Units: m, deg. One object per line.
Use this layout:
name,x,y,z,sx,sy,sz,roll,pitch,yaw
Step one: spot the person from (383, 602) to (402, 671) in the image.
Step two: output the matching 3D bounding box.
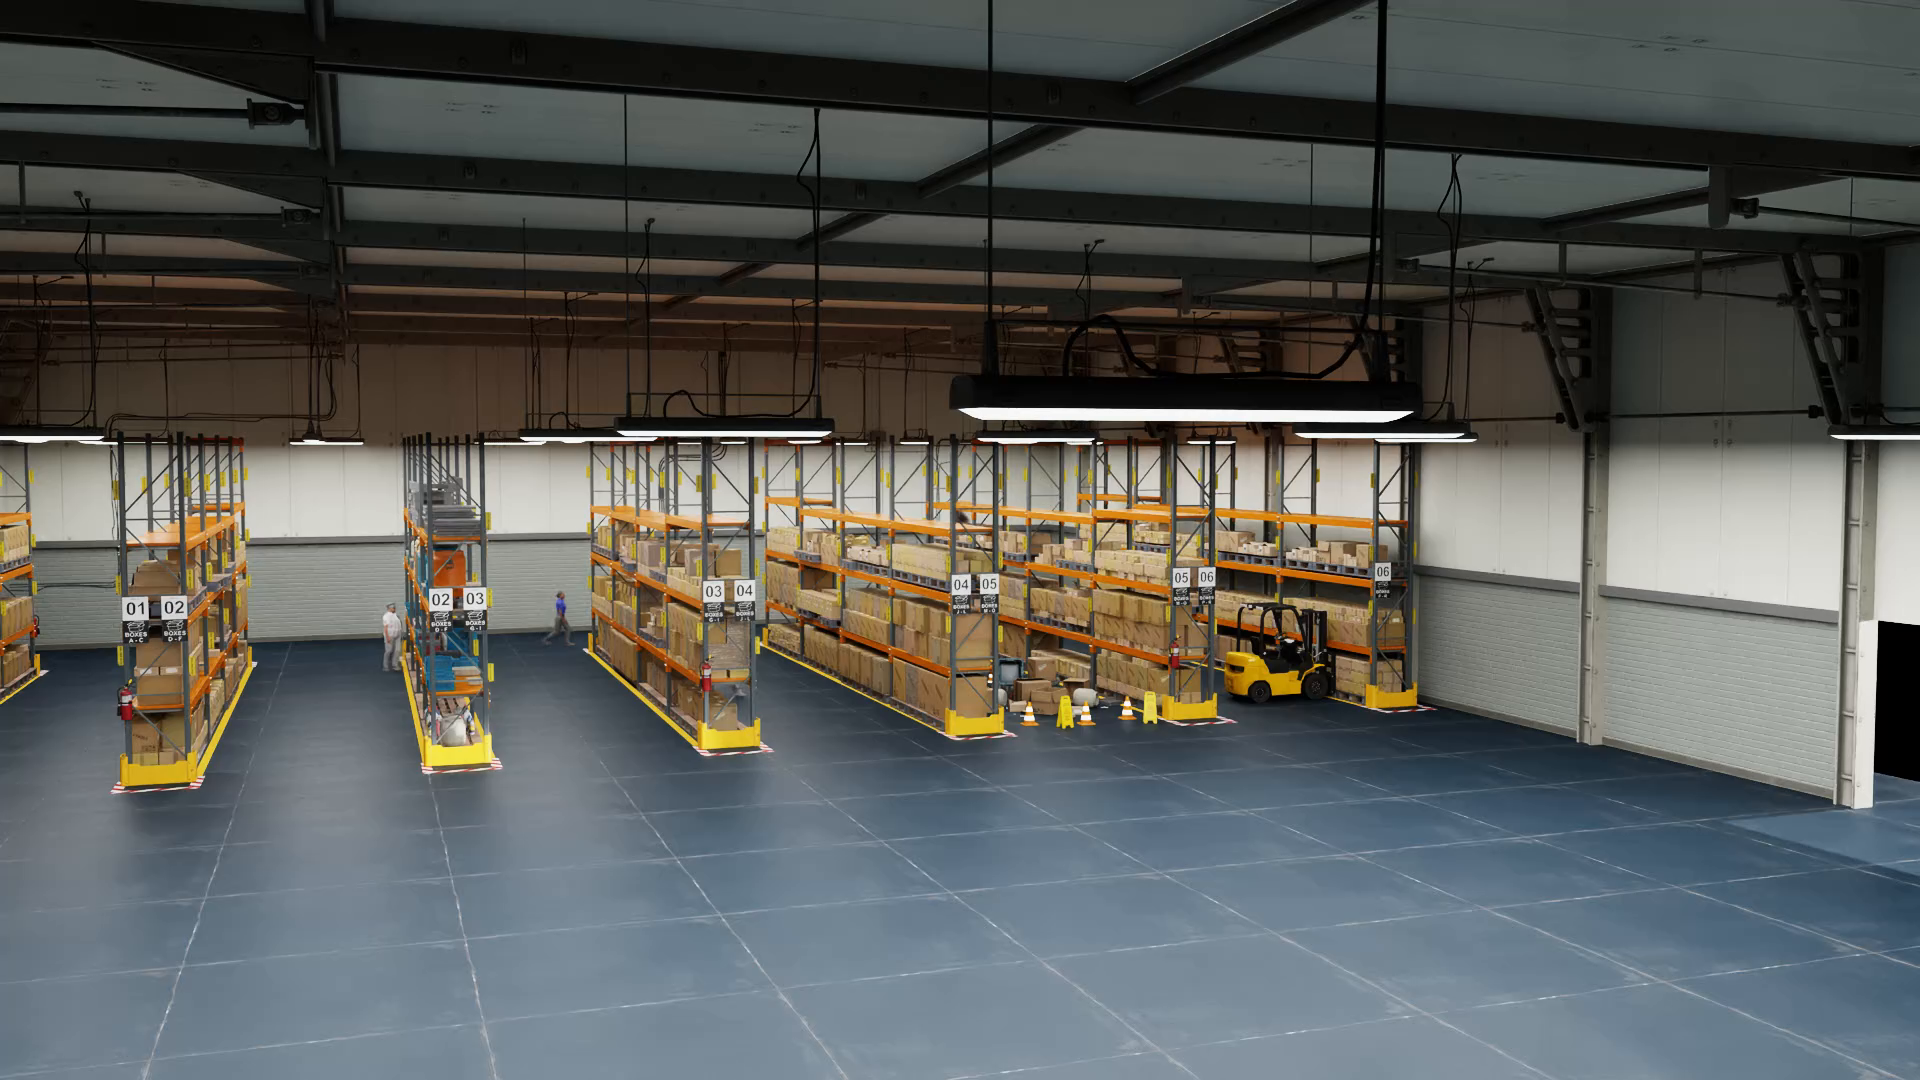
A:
person,-14.641,2.510,42.887,0.418,1.842,0.630,2,4,26

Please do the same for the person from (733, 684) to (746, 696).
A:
person,-5.114,2.736,38.482,0.408,1.808,0.650,0,3,-1

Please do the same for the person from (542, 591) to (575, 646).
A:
person,-11.542,2.268,47.805,0.911,1.582,0.474,0,3,-2
